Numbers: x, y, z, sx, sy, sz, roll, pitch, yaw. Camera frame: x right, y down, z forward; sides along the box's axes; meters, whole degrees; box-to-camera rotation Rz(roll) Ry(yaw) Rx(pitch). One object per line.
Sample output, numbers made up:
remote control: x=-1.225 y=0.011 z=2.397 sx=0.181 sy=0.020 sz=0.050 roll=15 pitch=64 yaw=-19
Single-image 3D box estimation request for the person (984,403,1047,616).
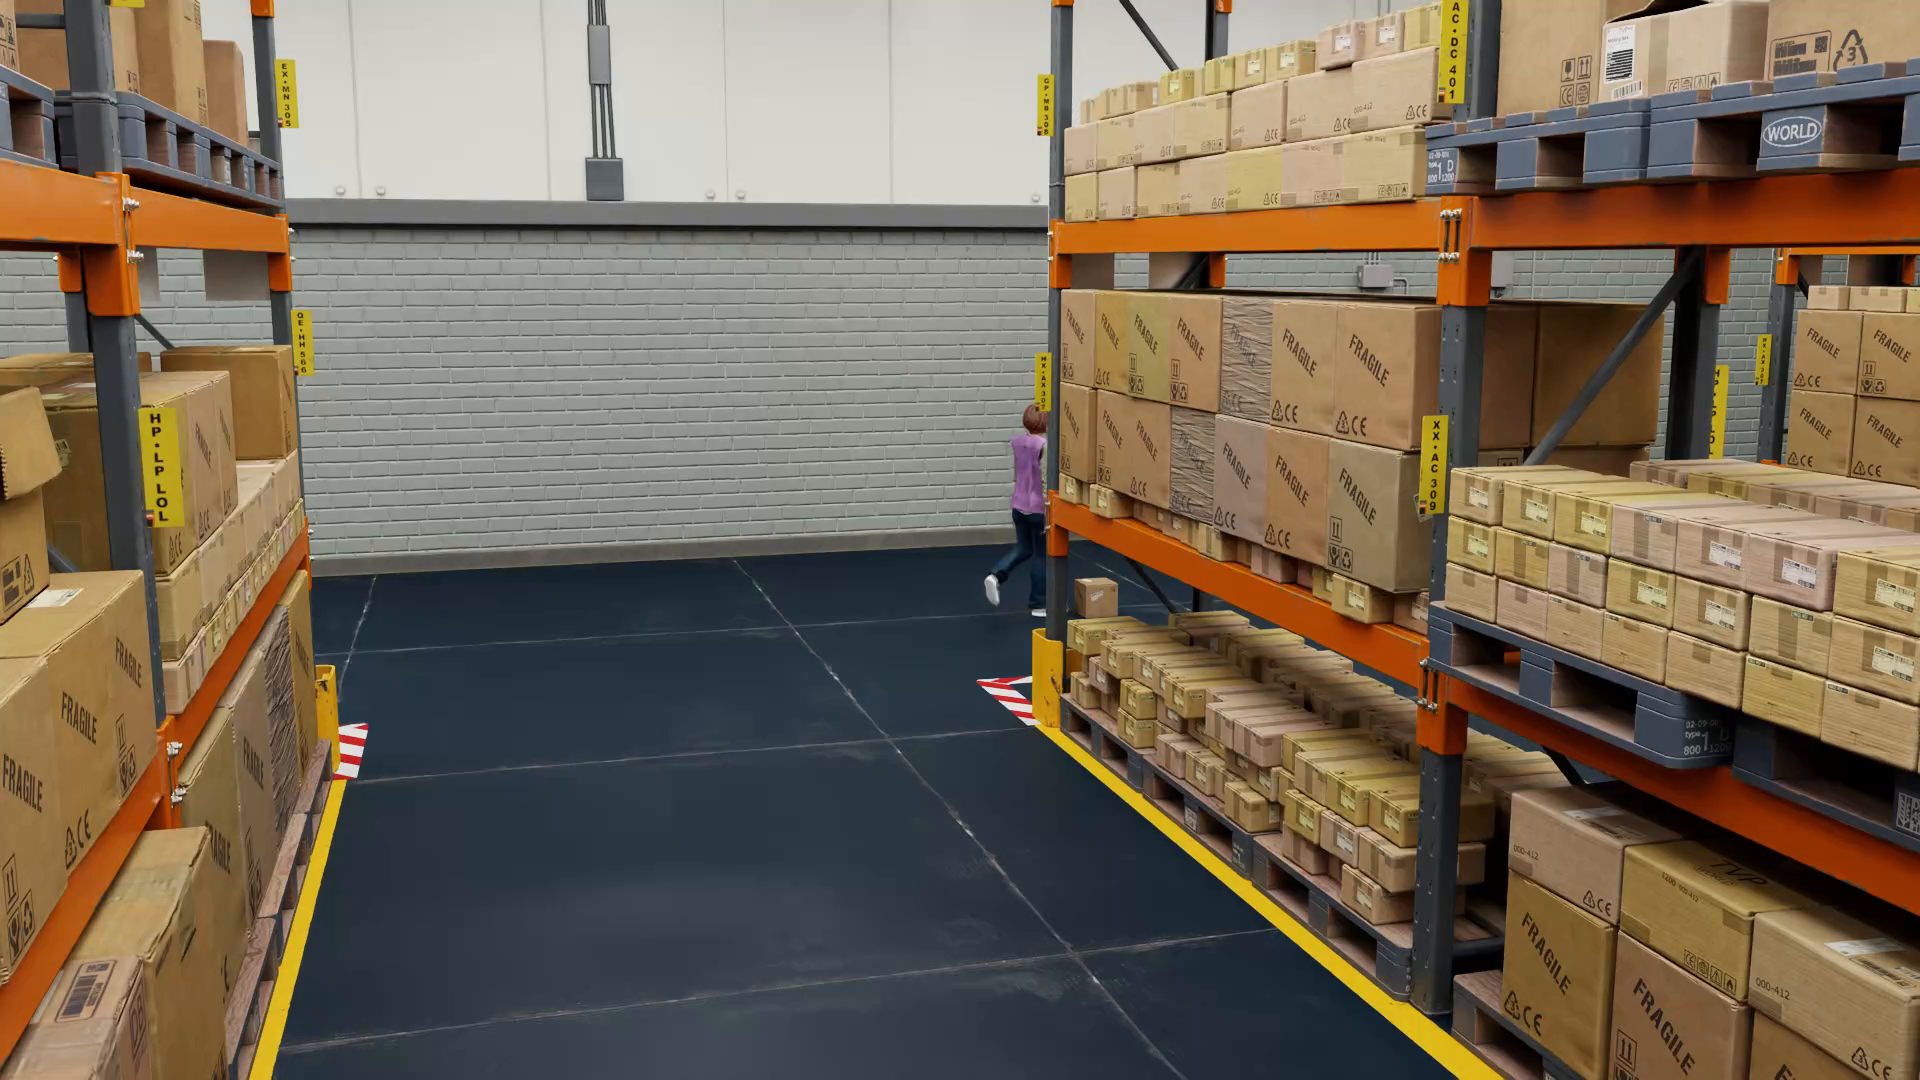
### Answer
person: x=0.513 y=-0.203 z=12.103 sx=0.654 sy=1.592 sz=0.447 roll=-8 pitch=13 yaw=-41
